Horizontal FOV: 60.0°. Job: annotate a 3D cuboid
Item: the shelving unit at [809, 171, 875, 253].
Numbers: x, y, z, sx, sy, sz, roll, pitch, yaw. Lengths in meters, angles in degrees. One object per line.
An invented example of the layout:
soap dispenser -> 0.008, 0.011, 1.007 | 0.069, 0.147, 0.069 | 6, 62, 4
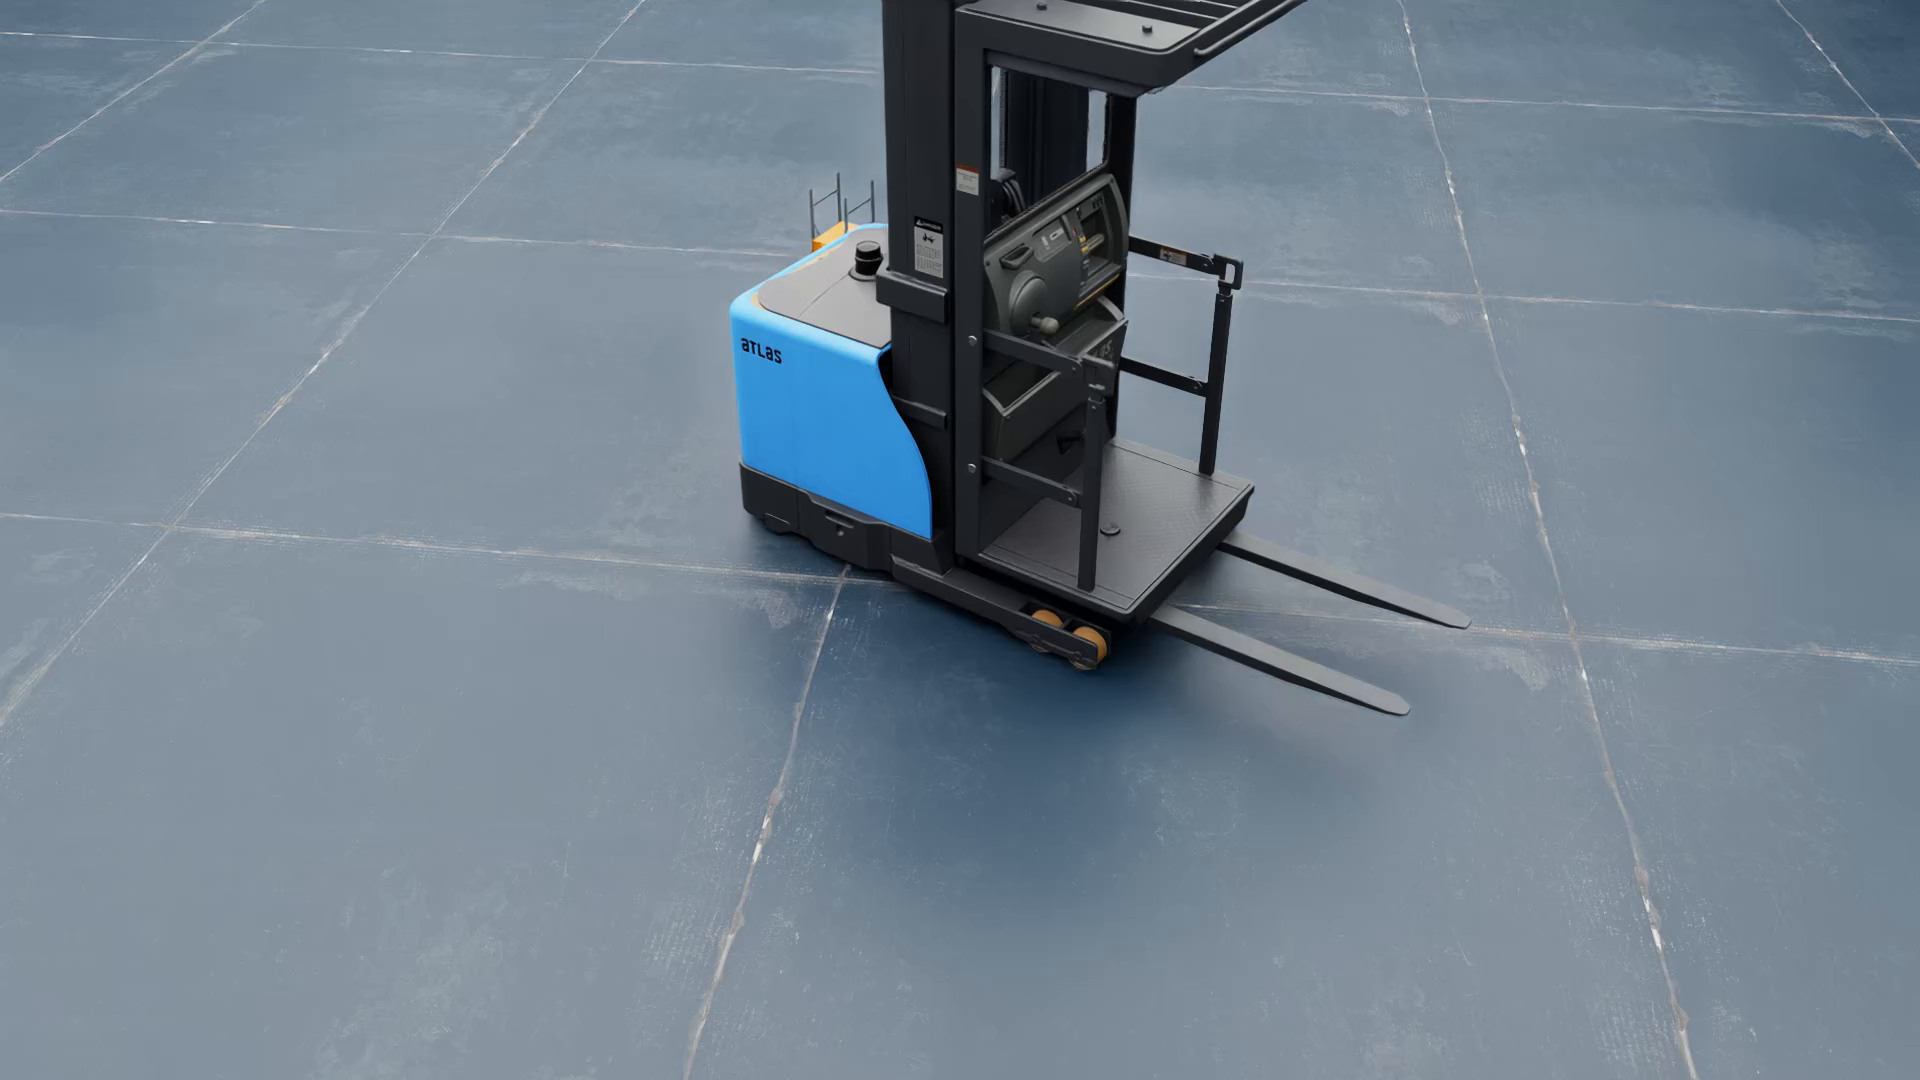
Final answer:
shelving unit -> -0.527, -1.091, 7.746 | 0.189, 1.200, 0.258 | 19, 39, 24

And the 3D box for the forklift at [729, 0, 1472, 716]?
forklift -> 0.543, -1.036, 6.179 | 3.031, 2.935, 1.130 | 22, 41, 27

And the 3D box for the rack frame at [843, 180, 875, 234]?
rack frame -> -0.448, -1.064, 7.708 | 0.006, 1.200, 0.240 | 19, 39, 24

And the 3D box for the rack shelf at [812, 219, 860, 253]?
rack shelf -> -0.527, -1.348, 7.562 | 0.180, 0.103, 0.258 | 19, 39, 24

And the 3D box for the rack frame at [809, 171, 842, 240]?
rack frame -> -0.607, -1.117, 7.783 | 0.006, 1.200, 0.240 | 19, 39, 24
